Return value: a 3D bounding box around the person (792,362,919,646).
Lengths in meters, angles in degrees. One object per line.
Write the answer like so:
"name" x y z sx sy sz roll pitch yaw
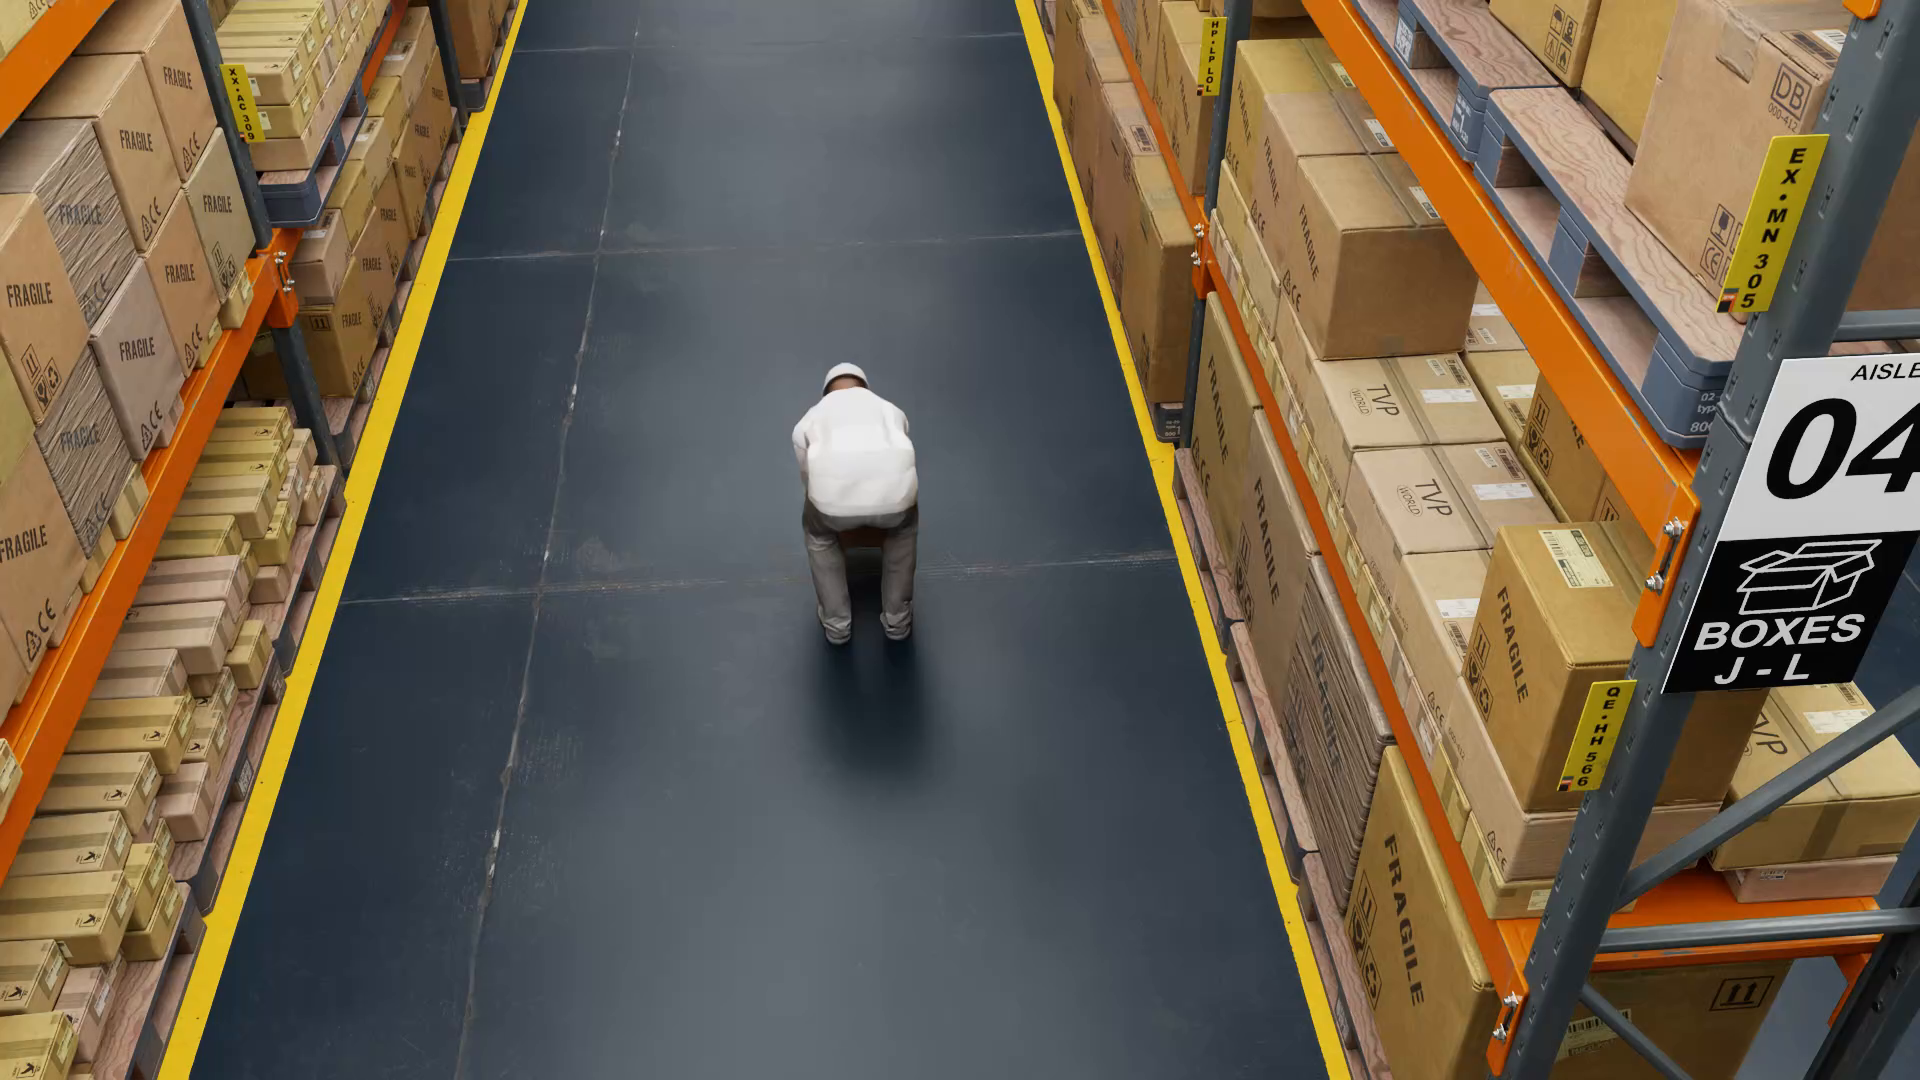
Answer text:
"person" -0.431 -0.175 6.934 0.498 1.031 0.979 -5 39 -6
